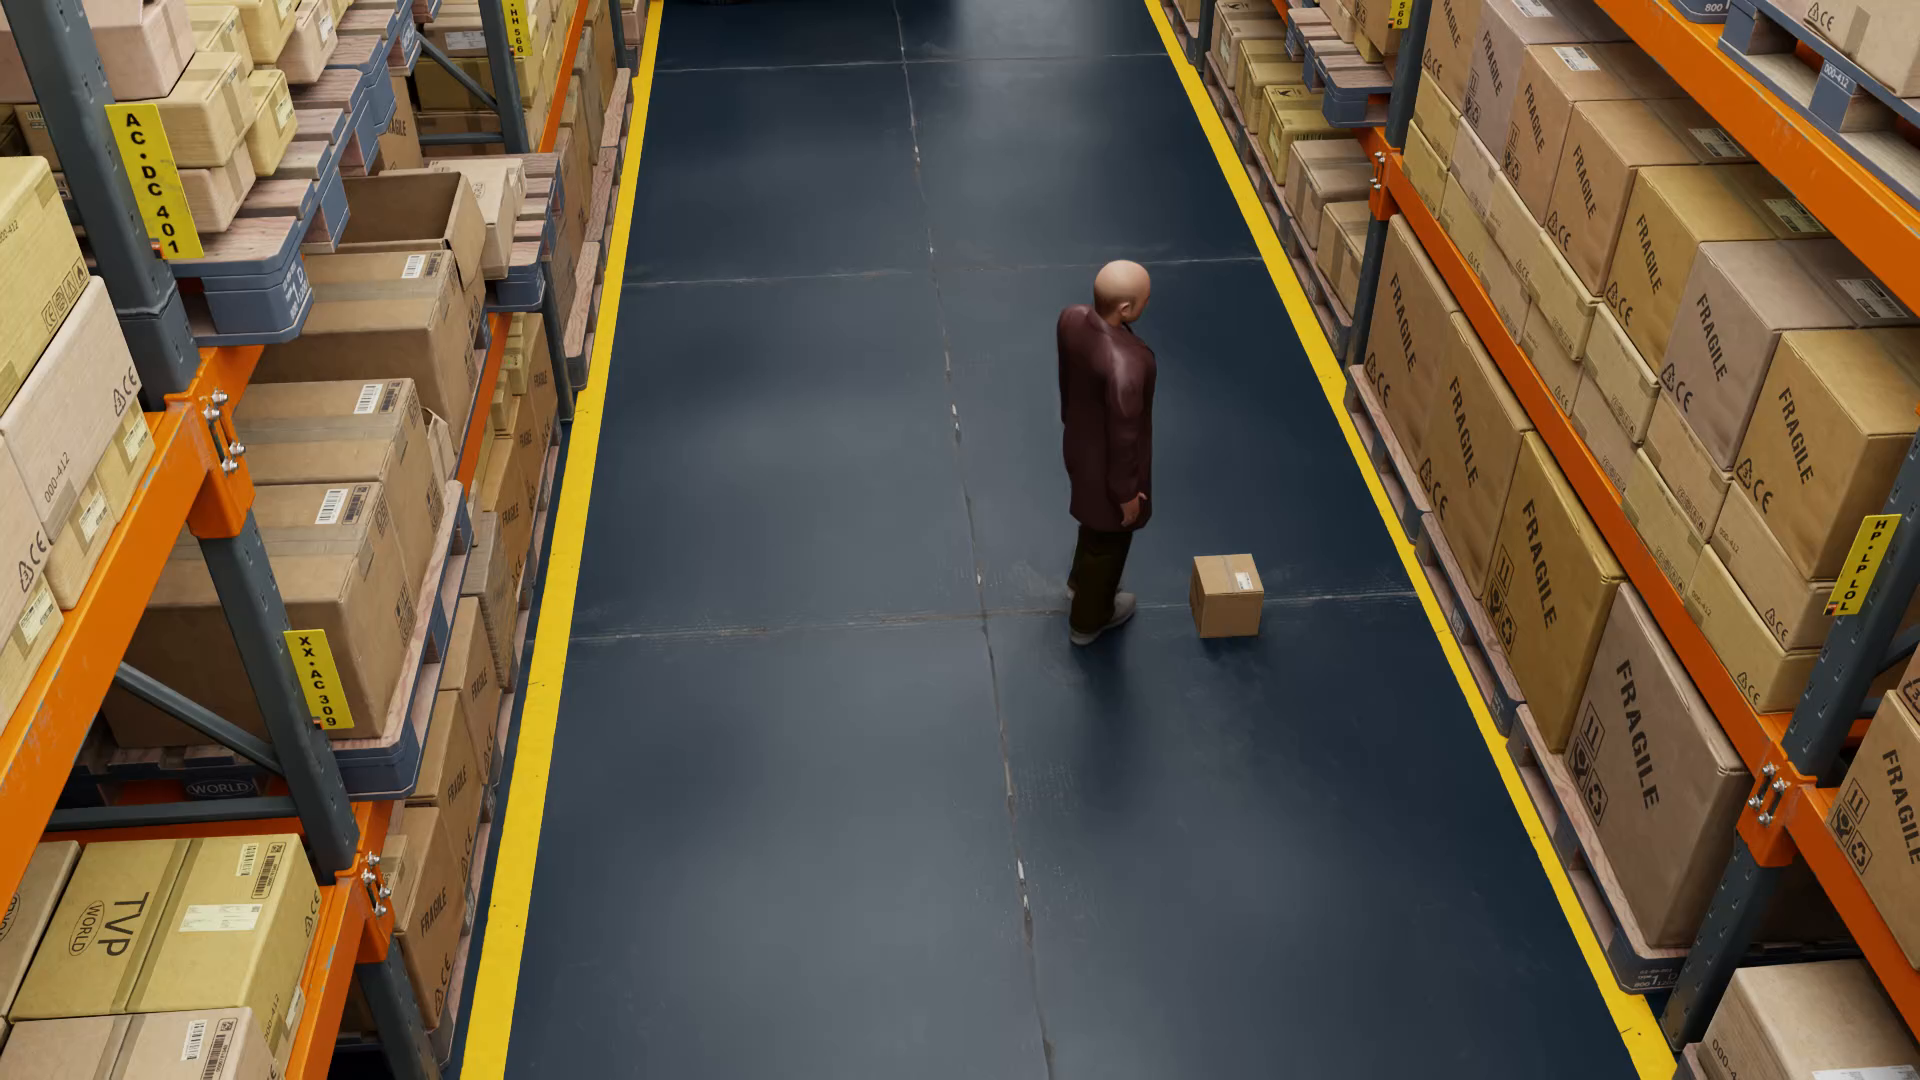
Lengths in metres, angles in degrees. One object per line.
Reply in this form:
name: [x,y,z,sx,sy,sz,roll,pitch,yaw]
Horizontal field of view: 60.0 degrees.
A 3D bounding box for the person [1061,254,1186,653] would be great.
person: [0.710,-0.362,6.605,0.640,1.775,0.618,-8,39,-10]
